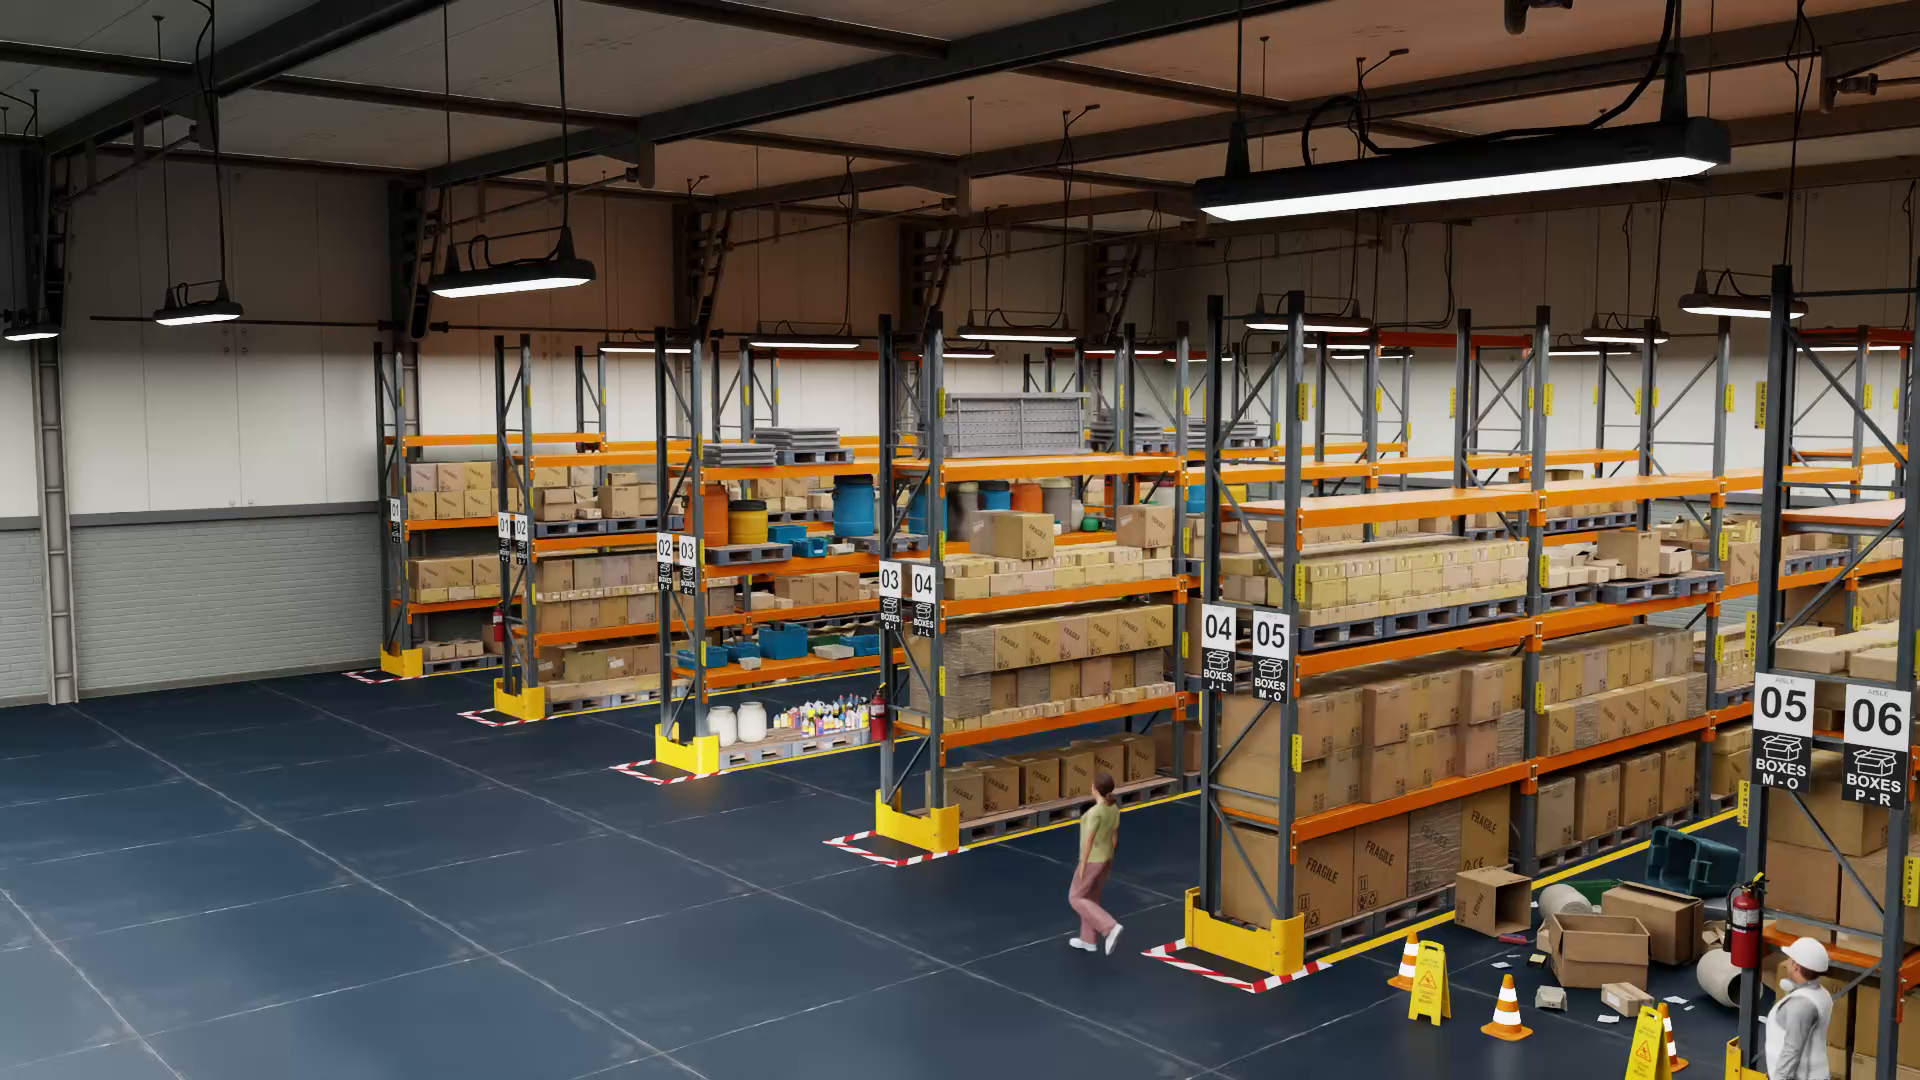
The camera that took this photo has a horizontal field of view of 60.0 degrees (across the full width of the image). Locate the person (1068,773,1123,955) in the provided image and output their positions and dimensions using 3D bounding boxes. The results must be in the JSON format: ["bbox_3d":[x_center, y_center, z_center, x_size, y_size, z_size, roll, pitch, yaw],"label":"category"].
[{"bbox_3d":[1.262,2.950,15.187,0.616,1.660,0.453,3,6,30],"label":"person"}]

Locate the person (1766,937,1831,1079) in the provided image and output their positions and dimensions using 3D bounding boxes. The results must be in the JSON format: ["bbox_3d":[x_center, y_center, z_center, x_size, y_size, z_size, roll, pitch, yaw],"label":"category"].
[{"bbox_3d":[5.286,3.353,10.342,0.841,1.751,0.544,2,6,21],"label":"person"}]

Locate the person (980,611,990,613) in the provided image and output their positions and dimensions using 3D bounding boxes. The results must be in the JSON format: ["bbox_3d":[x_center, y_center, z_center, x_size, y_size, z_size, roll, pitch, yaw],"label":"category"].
[{"bbox_3d":[0.451,1.281,30.205,0.570,1.707,1.022,5,7,41],"label":"person"}]
